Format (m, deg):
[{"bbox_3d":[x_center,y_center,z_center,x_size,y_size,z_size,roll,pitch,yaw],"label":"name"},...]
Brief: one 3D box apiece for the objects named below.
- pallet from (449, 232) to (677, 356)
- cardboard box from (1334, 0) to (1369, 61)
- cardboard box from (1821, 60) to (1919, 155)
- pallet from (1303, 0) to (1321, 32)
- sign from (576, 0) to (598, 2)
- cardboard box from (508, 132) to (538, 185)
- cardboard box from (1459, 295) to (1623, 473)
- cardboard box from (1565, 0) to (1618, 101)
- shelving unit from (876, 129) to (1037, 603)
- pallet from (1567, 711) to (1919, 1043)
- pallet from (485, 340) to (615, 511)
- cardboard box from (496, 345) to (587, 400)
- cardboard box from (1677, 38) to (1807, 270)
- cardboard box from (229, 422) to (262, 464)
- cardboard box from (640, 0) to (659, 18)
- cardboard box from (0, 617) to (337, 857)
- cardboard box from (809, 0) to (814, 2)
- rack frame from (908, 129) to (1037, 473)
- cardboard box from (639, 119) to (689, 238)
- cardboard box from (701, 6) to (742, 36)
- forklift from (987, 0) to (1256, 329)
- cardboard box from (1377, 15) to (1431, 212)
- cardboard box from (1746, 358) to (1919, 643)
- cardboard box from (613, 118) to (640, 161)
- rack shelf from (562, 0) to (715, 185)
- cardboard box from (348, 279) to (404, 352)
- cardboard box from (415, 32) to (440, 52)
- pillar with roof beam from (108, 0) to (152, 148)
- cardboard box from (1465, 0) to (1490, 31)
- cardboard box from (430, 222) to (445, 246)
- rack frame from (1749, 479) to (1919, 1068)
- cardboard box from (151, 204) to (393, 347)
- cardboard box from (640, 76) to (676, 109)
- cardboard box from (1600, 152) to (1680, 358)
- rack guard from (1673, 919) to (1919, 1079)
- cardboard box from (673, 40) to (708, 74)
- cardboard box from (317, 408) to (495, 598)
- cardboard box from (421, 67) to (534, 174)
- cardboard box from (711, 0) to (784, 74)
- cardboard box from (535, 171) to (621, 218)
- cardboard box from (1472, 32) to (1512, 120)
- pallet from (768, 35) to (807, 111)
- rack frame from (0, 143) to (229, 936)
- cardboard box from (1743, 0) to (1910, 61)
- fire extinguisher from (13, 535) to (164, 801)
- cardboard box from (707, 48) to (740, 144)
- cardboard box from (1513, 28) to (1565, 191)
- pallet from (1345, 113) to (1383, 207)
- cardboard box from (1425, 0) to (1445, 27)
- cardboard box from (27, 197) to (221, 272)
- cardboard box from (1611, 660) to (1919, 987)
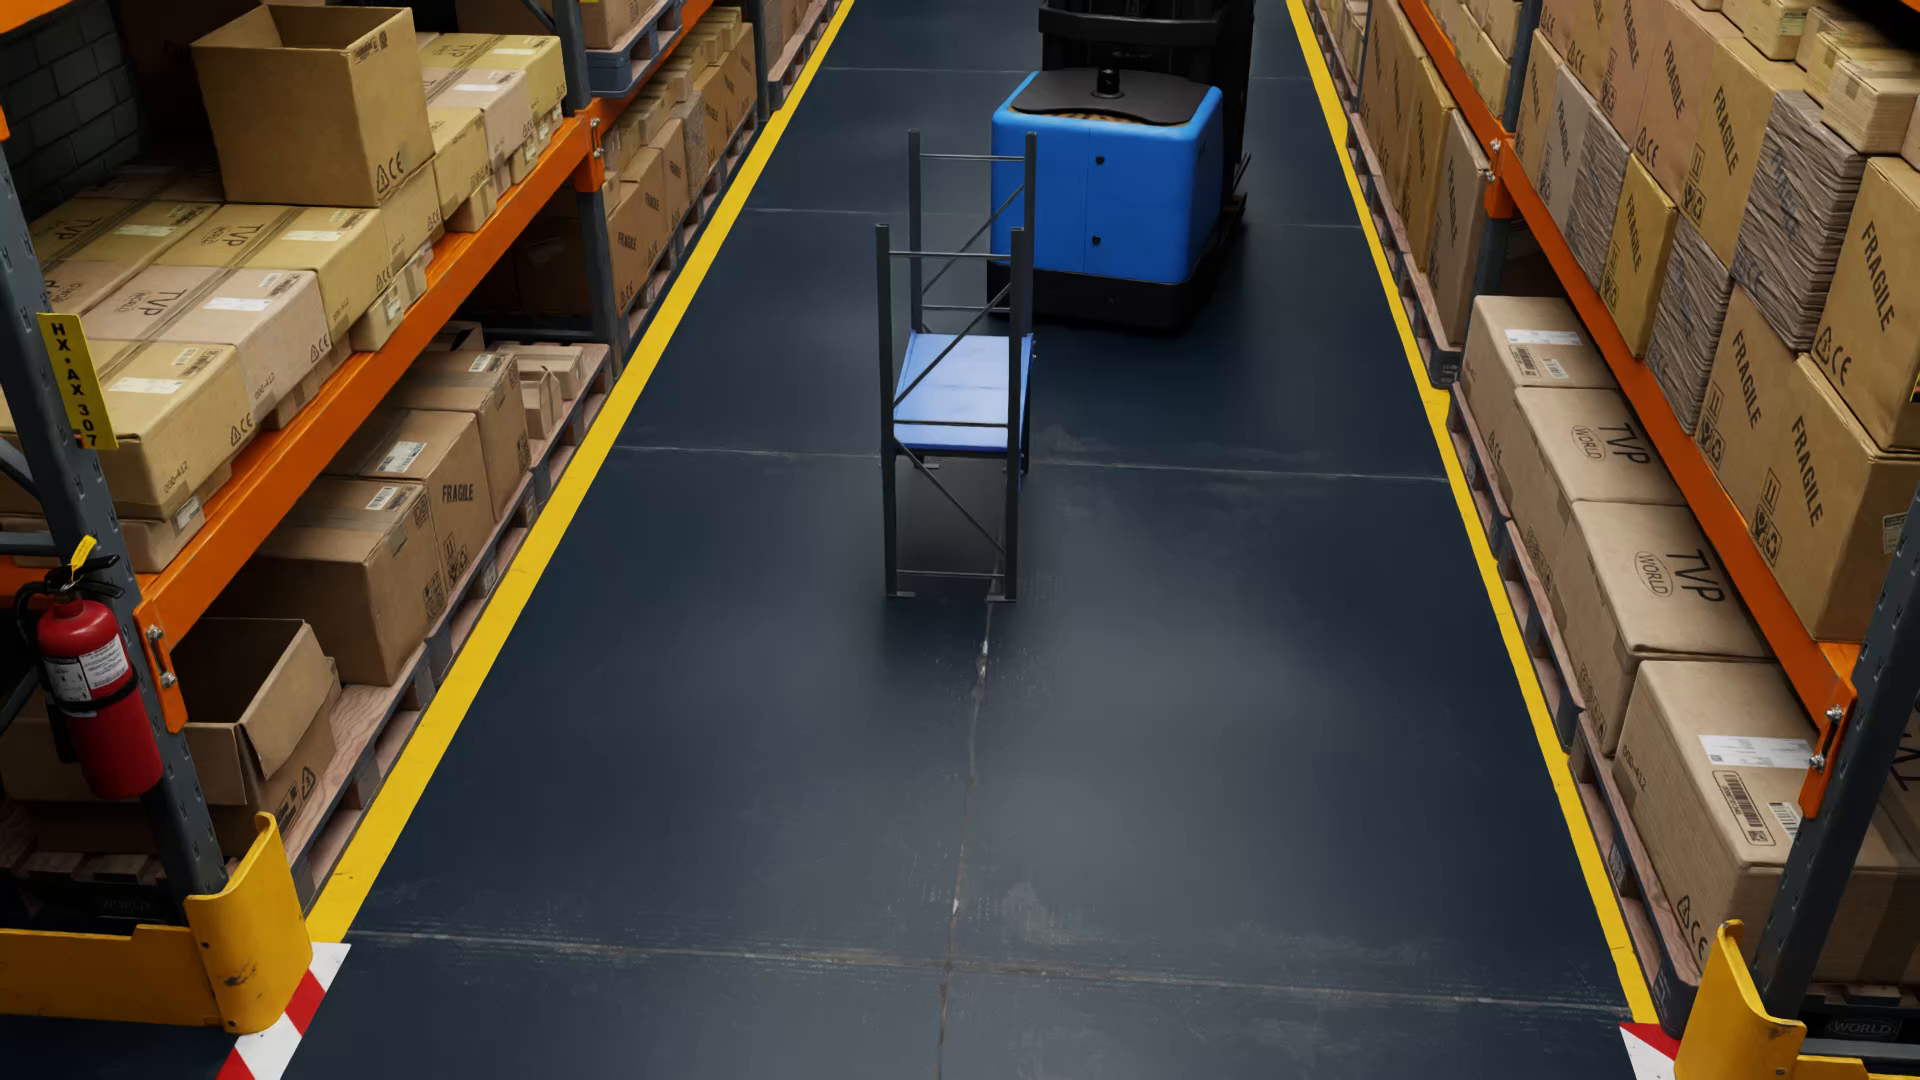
[{"bbox_3d":[-2.110,-1.328,8.703,1.003,0.211,1.213,2,32,4],"label":"pallet"},{"bbox_3d":[3.243,-3.711,12.016,0.950,0.372,0.625,2,32,3],"label":"cardboard box"},{"bbox_3d":[2.247,-0.999,3.845,0.380,0.149,0.250,2,32,4],"label":"cardboard box"},{"bbox_3d":[3.399,-4.467,13.797,1.003,0.211,1.213,2,32,4],"label":"pallet"},{"bbox_3d":[-1.597,-2.437,7.021,0.100,0.325,0.005,2,32,4],"label":"sign"},{"bbox_3d":[-1.909,-1.529,6.612,0.380,0.149,0.250,3,32,5],"label":"cardboard box"},{"bbox_3d":[2.651,-0.642,6.975,0.875,0.438,0.875,2,32,3],"label":"cardboard box"},{"bbox_3d":[2.482,-1.843,5.834,0.500,0.500,0.500,2,32,3],"label":"cardboard box"},{"bbox_3d":[0.007,-0.683,6.429,0.538,1.500,1.048,2,32,4],"label":"shelving unit"},{"bbox_3d":[2.471,0.980,4.959,1.003,0.211,1.213,2,32,4],"label":"pallet"},{"bbox_3d":[-2.195,-0.542,7.428,1.003,0.211,1.213,2,32,4],"label":"pallet"},{"bbox_3d":[-1.891,-0.749,7.423,0.380,0.149,0.250,2,32,2],"label":"cardboard box"},{"bbox_3d":[2.342,-1.050,4.546,0.500,0.500,0.500,2,32,4],"label":"cardboard box"},{"bbox_3d":[-2.202,-0.323,4.655,0.380,0.149,0.250,2,32,3],"label":"cardboard box"},{"bbox_3d":[-1.834,-2.823,7.977,0.700,0.500,0.500,3,32,5],"label":"cardboard box"},{"bbox_3d":[-2.320,0.572,4.942,0.797,0.503,0.637,1,32,2],"label":"cardboard box"},{"bbox_3d":[-1.589,-4.760,13.478,0.875,0.625,0.625,2,32,3],"label":"cardboard box"},{"bbox_3d":[0.048,-0.949,6.860,0.500,1.500,0.032,2,32,4],"label":"rack frame"},{"bbox_3d":[-1.796,-1.985,9.095,0.500,0.500,0.500,2,32,3],"label":"cardboard box"},{"bbox_3d":[-1.600,-3.301,10.612,0.380,0.149,0.250,1,32,2],"label":"cardboard box"},{"bbox_3d":[1.055,-3.070,8.938,1.130,2.935,3.031,9,33,14],"label":"forklift"},{"bbox_3d":[2.919,-2.420,9.442,0.875,0.875,0.875,3,32,5],"label":"cardboard box"},{"bbox_3d":[2.259,-0.092,3.945,0.500,0.500,0.500,3,32,4],"label":"cardboard box"},{"bbox_3d":[-1.880,-2.082,8.633,0.380,0.149,0.250,2,32,3],"label":"cardboard box"},{"bbox_3d":[-1.975,-2.827,9.164,1.077,0.370,4.000,2,32,4],"label":"rack shelf"},{"bbox_3d":[-2.009,-0.721,5.300,0.380,0.149,0.250,2,32,3],"label":"cardboard box"},{"bbox_3d":[-2.448,-1.903,6.839,0.500,0.250,0.500,2,32,3],"label":"cardboard box"},{"bbox_3d":[1.197,-4.132,4.878,9.100,9.000,0.400,2,32,4],"label":"pillar with roof beam"},{"bbox_3d":[2.636,-2.529,7.662,0.500,0.250,0.500,3,32,5],"label":"cardboard box"},{"bbox_3d":[-2.083,-1.128,5.961,0.380,0.149,0.250,3,32,5],"label":"cardboard box"},{"bbox_3d":[2.480,0.214,3.544,0.949,2.616,0.053,2,32,4],"label":"rack frame"},{"bbox_3d":[-2.080,-0.814,5.071,0.500,0.250,0.500,2,32,3],"label":"cardboard box"},{"bbox_3d":[-1.807,-2.483,9.283,0.380,0.149,0.250,3,32,4],"label":"cardboard box"},{"bbox_3d":[2.376,-0.894,5.246,0.500,0.500,0.500,3,32,5],"label":"cardboard box"},{"bbox_3d":[2.482,1.291,4.179,1.175,0.500,0.348,2,32,4],"label":"rack guard"},{"bbox_3d":[-1.724,-2.885,9.937,0.380,0.149,0.250,3,32,5],"label":"cardboard box"},{"bbox_3d":[-2.069,-0.144,6.107,0.500,0.500,0.500,3,32,5],"label":"cardboard box"},{"bbox_3d":[-1.963,-1.611,6.365,0.500,0.250,0.500,3,32,4],"label":"cardboard box"},{"bbox_3d":[-1.748,-3.673,11.714,0.875,0.625,0.625,3,32,6],"label":"cardboard box"},{"bbox_3d":[-1.844,-1.655,7.940,0.380,0.149,0.250,4,32,6],"label":"cardboard box"},{"bbox_3d":[2.595,-2.059,7.375,0.500,0.250,0.500,2,32,3],"label":"cardboard box"},{"bbox_3d":[-1.707,-3.421,12.100,1.003,0.211,1.213,2,32,4],"label":"pallet"},{"bbox_3d":[-2.464,0.004,3.885,1.000,3.000,0.127,2,32,4],"label":"rack frame"},{"bbox_3d":[2.362,-1.396,4.490,0.380,0.149,0.250,3,32,5],"label":"cardboard box"},{"bbox_3d":[-2.015,0.292,3.846,0.296,0.674,0.183,2,32,4],"label":"fire extinguisher"},{"bbox_3d":[-1.684,-2.803,10.421,0.500,0.500,0.500,2,32,3],"label":"cardboard box"},{"bbox_3d":[2.510,-1.686,6.532,0.500,0.500,0.500,3,32,6],"label":"cardboard box"},{"bbox_3d":[2.996,-2.373,10.400,1.003,0.211,1.213,2,32,4],"label":"pallet"},{"bbox_3d":[2.735,-2.859,8.673,0.500,0.250,0.500,2,32,4],"label":"cardboard box"},{"bbox_3d":[-2.603,-0.839,5.112,0.500,0.250,0.500,3,32,6],"label":"cardboard box"},{"bbox_3d":[2.438,0.776,4.673,0.875,0.438,0.875,1,32,2],"label":"cardboard box"}]
